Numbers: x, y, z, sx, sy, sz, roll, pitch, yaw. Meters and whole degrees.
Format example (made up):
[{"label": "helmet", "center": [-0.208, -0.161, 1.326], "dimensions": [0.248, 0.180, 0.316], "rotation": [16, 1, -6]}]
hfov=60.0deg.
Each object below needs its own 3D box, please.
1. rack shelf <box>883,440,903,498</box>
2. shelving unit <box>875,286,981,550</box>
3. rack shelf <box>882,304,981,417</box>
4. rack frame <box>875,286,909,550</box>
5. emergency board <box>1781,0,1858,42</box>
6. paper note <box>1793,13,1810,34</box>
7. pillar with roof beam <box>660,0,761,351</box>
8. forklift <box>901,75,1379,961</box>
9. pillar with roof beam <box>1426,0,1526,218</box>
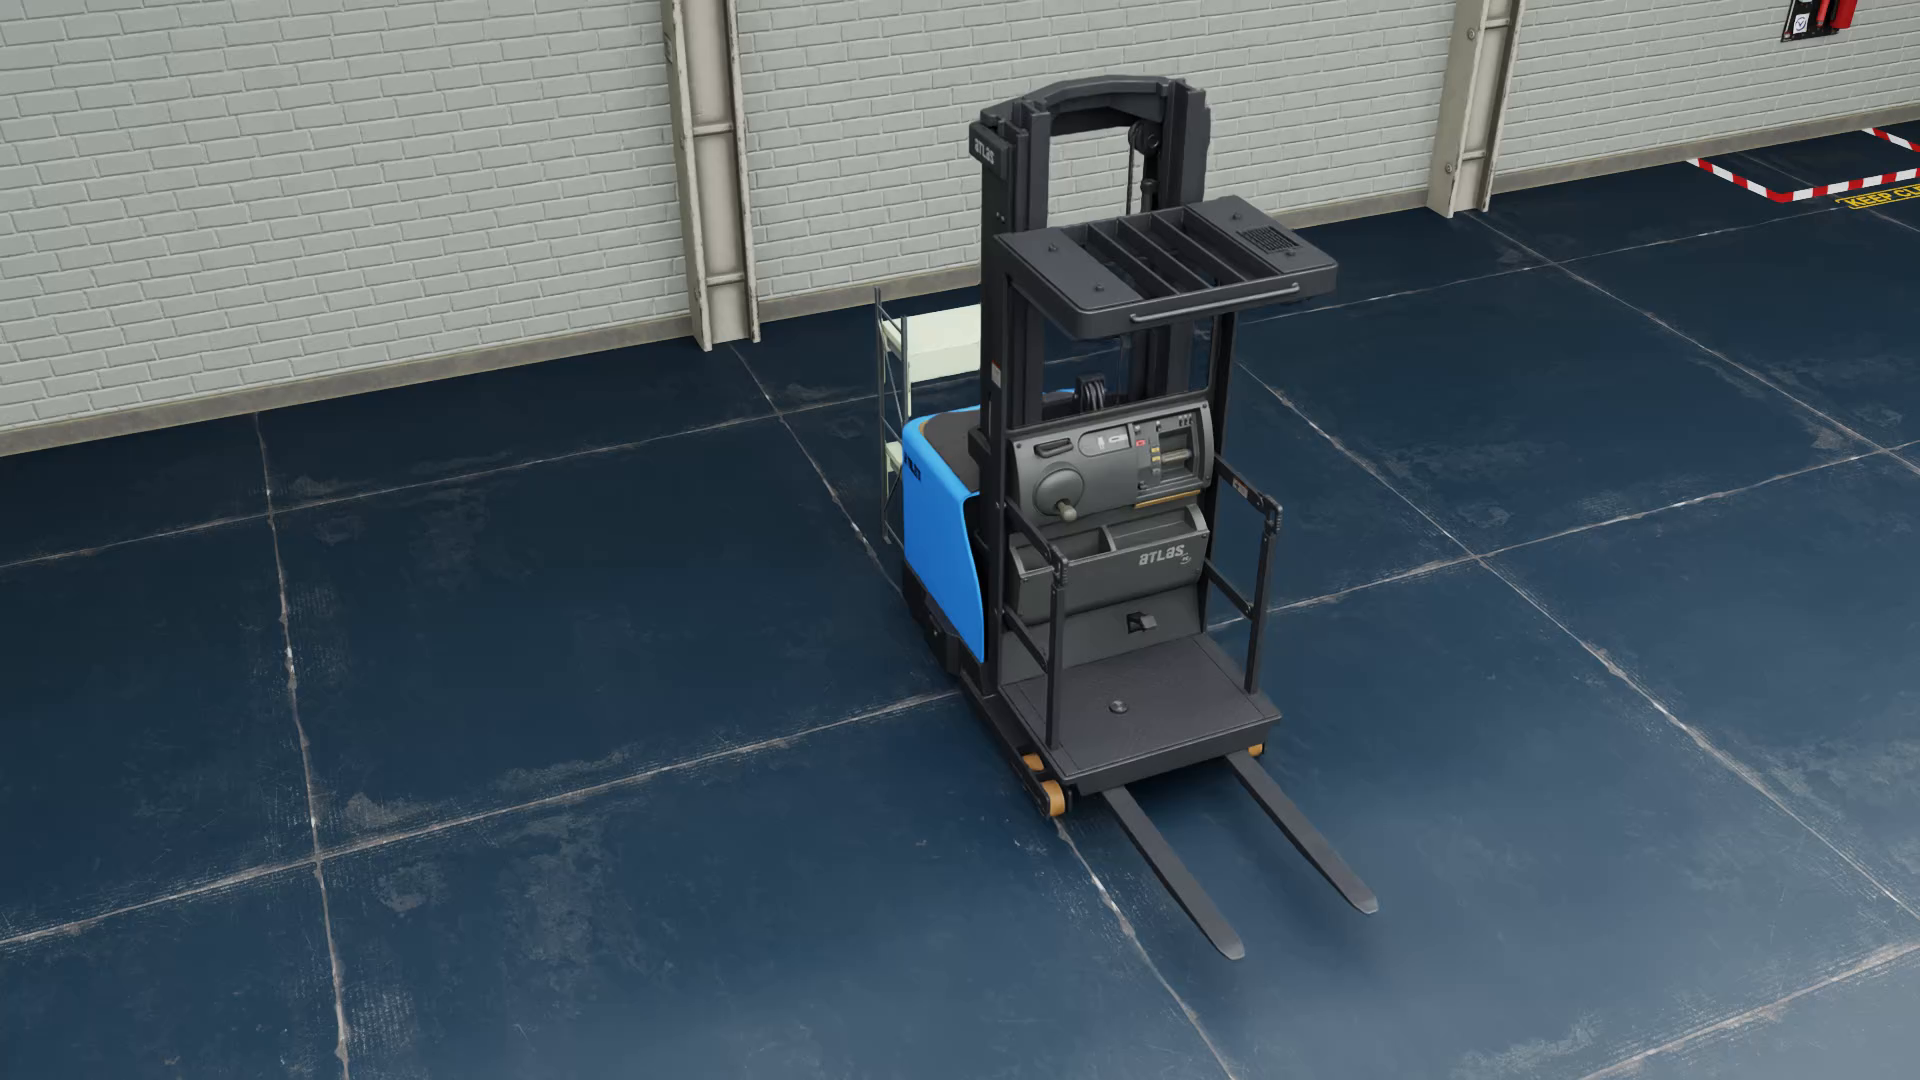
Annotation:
[{"label": "rack shelf", "center": [-0.006, -0.354, 8.935], "dimensions": [0.720, 0.370, 0.431], "rotation": [-13, 35, -19]}, {"label": "shelving unit", "center": [-0.006, -0.627, 8.757], "dimensions": [0.755, 1.500, 0.431], "rotation": [-13, 35, -19]}, {"label": "rack shelf", "center": [-0.006, -0.954, 8.544], "dimensions": [0.720, 0.370, 0.431], "rotation": [-13, 35, -19]}, {"label": "rack frame", "center": [-0.344, -0.550, 8.638], "dimensions": [0.023, 1.500, 0.400], "rotation": [-13, 35, -19]}, {"label": "emergency board", "center": [7.185, -4.666, 13.589], "dimensions": [0.643, 1.169, 0.194], "rotation": [-13, 35, -19]}, {"label": "paper note", "center": [6.996, -4.294, 13.825], "dimensions": [0.142, 0.148, 0.016], "rotation": [-13, 35, -19]}, {"label": "pillar with roof beam", "center": [0.081, -2.985, 5.504], "dimensions": [0.400, 9.000, 9.100], "rotation": [-13, 35, -19]}, {"label": "forklift", "center": [0.745, -0.277, 6.906], "dimensions": [1.130, 2.935, 3.031], "rotation": [-13, 35, -19]}, {"label": "pillar with roof beam", "center": [5.613, -4.252, 7.451], "dimensions": [0.400, 9.000, 9.100], "rotation": [-13, 35, -19]}]
